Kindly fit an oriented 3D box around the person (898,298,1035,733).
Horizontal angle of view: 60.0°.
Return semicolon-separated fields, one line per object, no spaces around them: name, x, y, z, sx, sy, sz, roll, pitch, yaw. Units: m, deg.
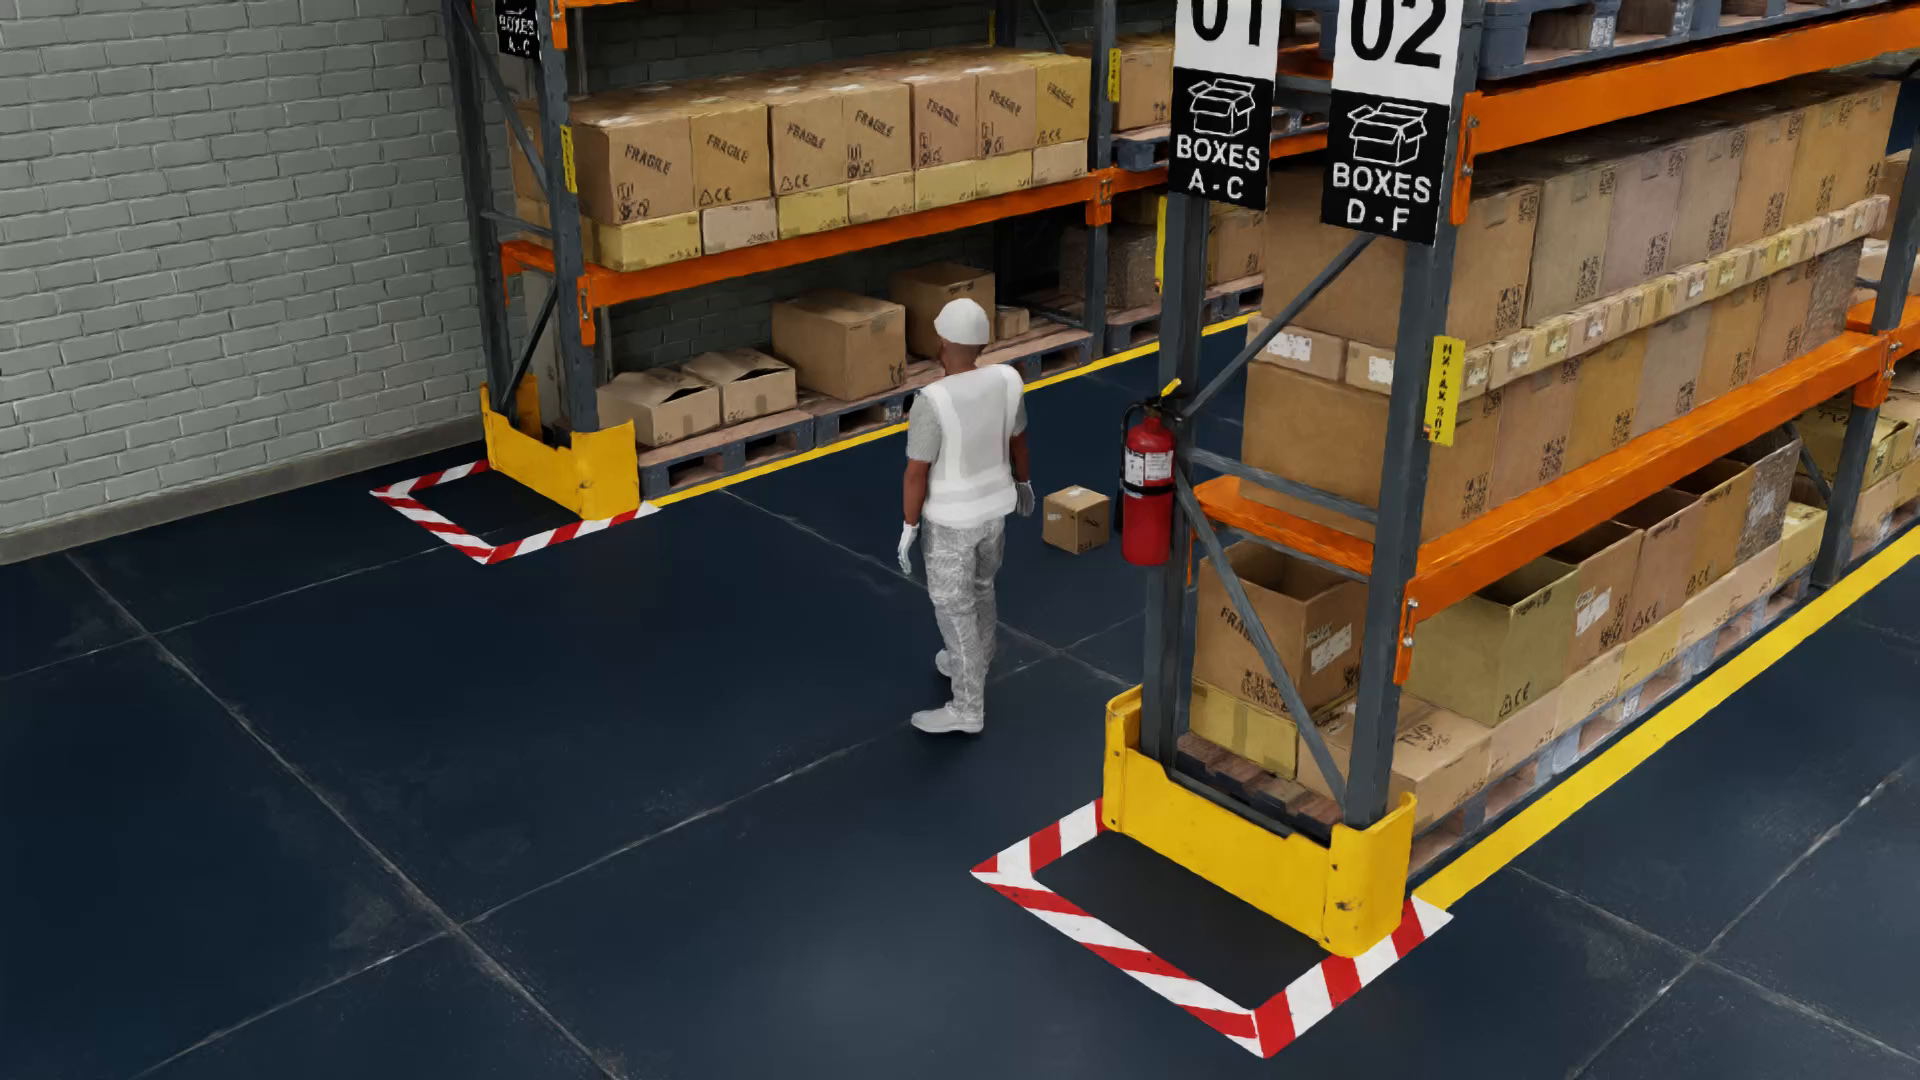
person;0.014;-0.134;6.844;0.734;1.787;0.589;-20;31;-37
